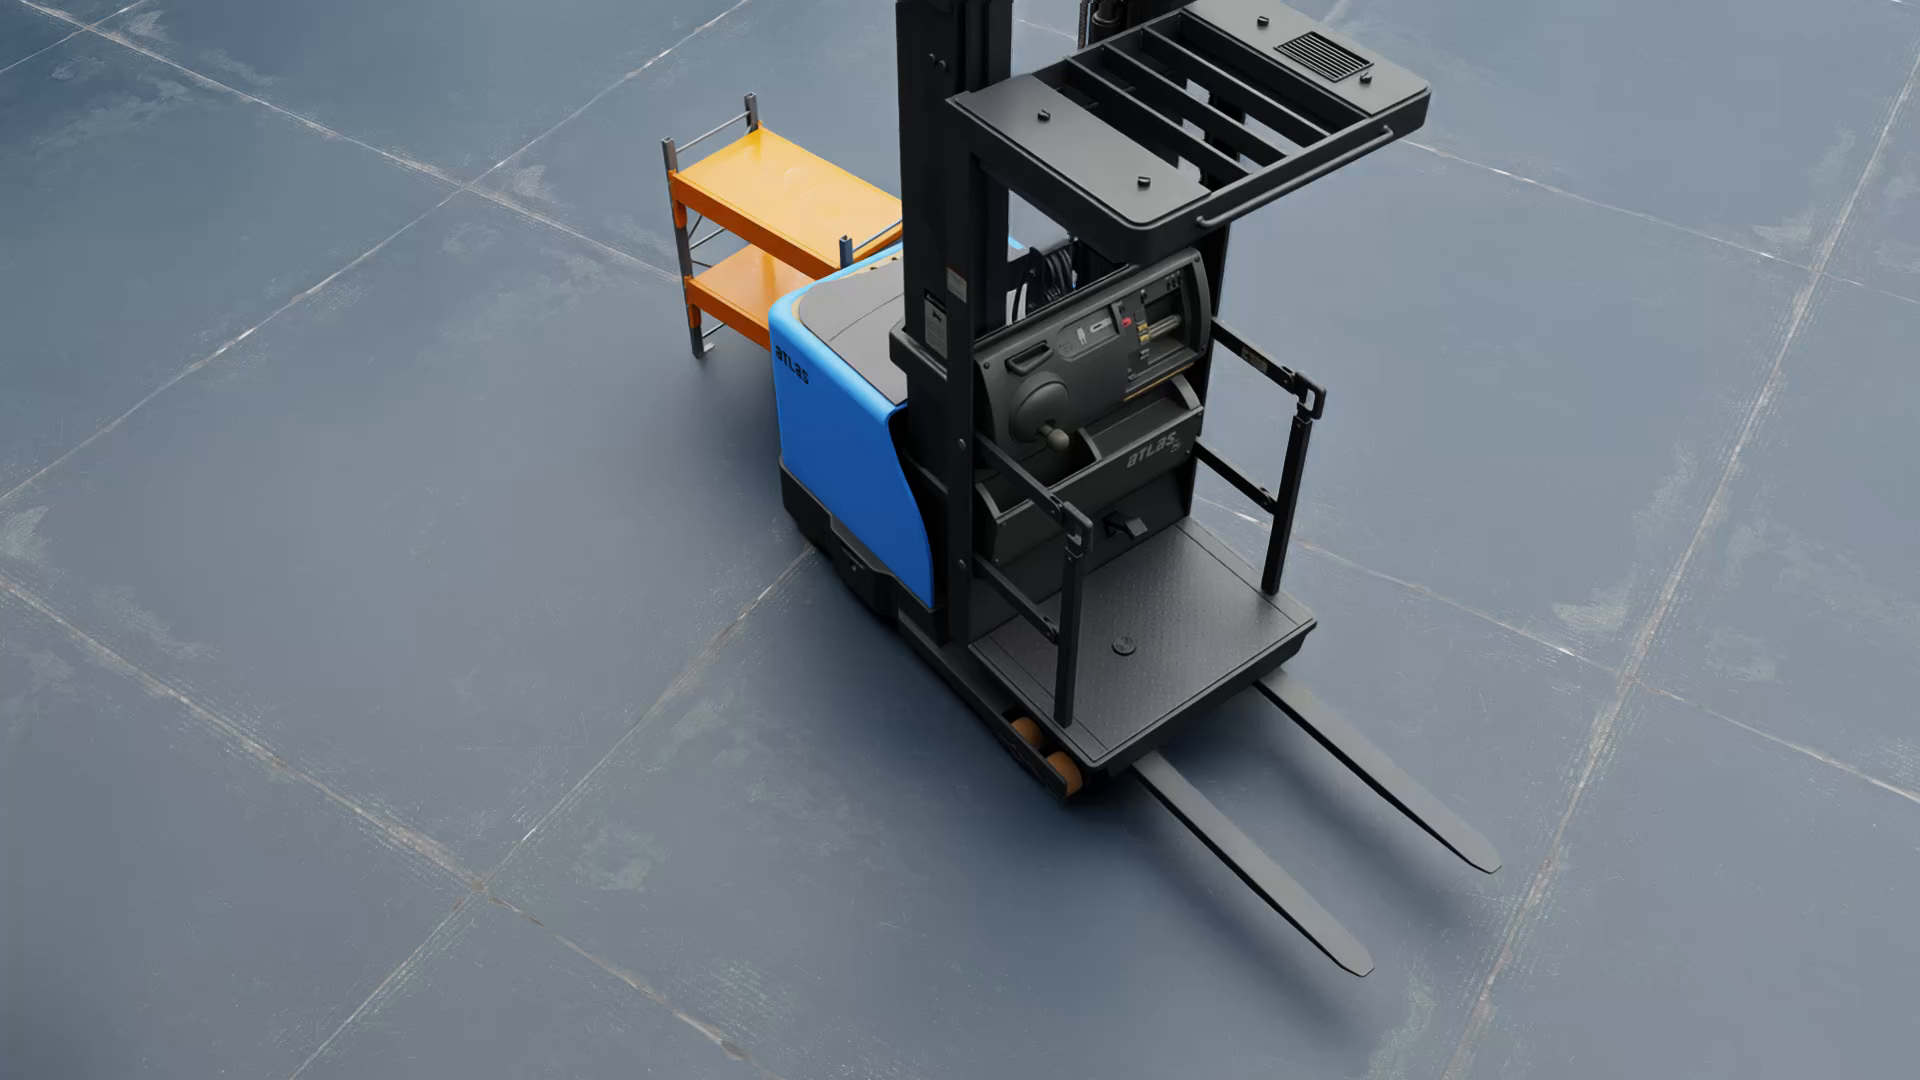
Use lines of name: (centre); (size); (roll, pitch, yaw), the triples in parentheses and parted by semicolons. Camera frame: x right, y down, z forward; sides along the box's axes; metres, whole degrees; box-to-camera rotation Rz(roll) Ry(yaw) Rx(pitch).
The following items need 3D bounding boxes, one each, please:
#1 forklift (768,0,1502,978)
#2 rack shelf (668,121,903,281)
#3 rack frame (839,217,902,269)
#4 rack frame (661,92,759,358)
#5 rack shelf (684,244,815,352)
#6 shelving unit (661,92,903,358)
forklift: (0.576, -0.520, 5.212); (1.130, 2.935, 3.031); (-29, 52, -25)
rack shelf: (-0.659, -1.321, 6.841); (1.000, 0.278, 0.538); (33, 54, 28)
rack frame: (-0.281, -0.873, 6.814); (0.032, 1.125, 0.500); (33, 54, 28)
rack frame: (-1.037, -1.361, 7.288); (0.032, 1.125, 0.500); (33, 54, 28)
rack shelf: (-0.659, -0.946, 7.226); (1.000, 0.278, 0.538); (33, 54, 28)
shelving unit: (-0.659, -1.117, 7.051); (1.048, 1.125, 0.538); (33, 54, 28)
